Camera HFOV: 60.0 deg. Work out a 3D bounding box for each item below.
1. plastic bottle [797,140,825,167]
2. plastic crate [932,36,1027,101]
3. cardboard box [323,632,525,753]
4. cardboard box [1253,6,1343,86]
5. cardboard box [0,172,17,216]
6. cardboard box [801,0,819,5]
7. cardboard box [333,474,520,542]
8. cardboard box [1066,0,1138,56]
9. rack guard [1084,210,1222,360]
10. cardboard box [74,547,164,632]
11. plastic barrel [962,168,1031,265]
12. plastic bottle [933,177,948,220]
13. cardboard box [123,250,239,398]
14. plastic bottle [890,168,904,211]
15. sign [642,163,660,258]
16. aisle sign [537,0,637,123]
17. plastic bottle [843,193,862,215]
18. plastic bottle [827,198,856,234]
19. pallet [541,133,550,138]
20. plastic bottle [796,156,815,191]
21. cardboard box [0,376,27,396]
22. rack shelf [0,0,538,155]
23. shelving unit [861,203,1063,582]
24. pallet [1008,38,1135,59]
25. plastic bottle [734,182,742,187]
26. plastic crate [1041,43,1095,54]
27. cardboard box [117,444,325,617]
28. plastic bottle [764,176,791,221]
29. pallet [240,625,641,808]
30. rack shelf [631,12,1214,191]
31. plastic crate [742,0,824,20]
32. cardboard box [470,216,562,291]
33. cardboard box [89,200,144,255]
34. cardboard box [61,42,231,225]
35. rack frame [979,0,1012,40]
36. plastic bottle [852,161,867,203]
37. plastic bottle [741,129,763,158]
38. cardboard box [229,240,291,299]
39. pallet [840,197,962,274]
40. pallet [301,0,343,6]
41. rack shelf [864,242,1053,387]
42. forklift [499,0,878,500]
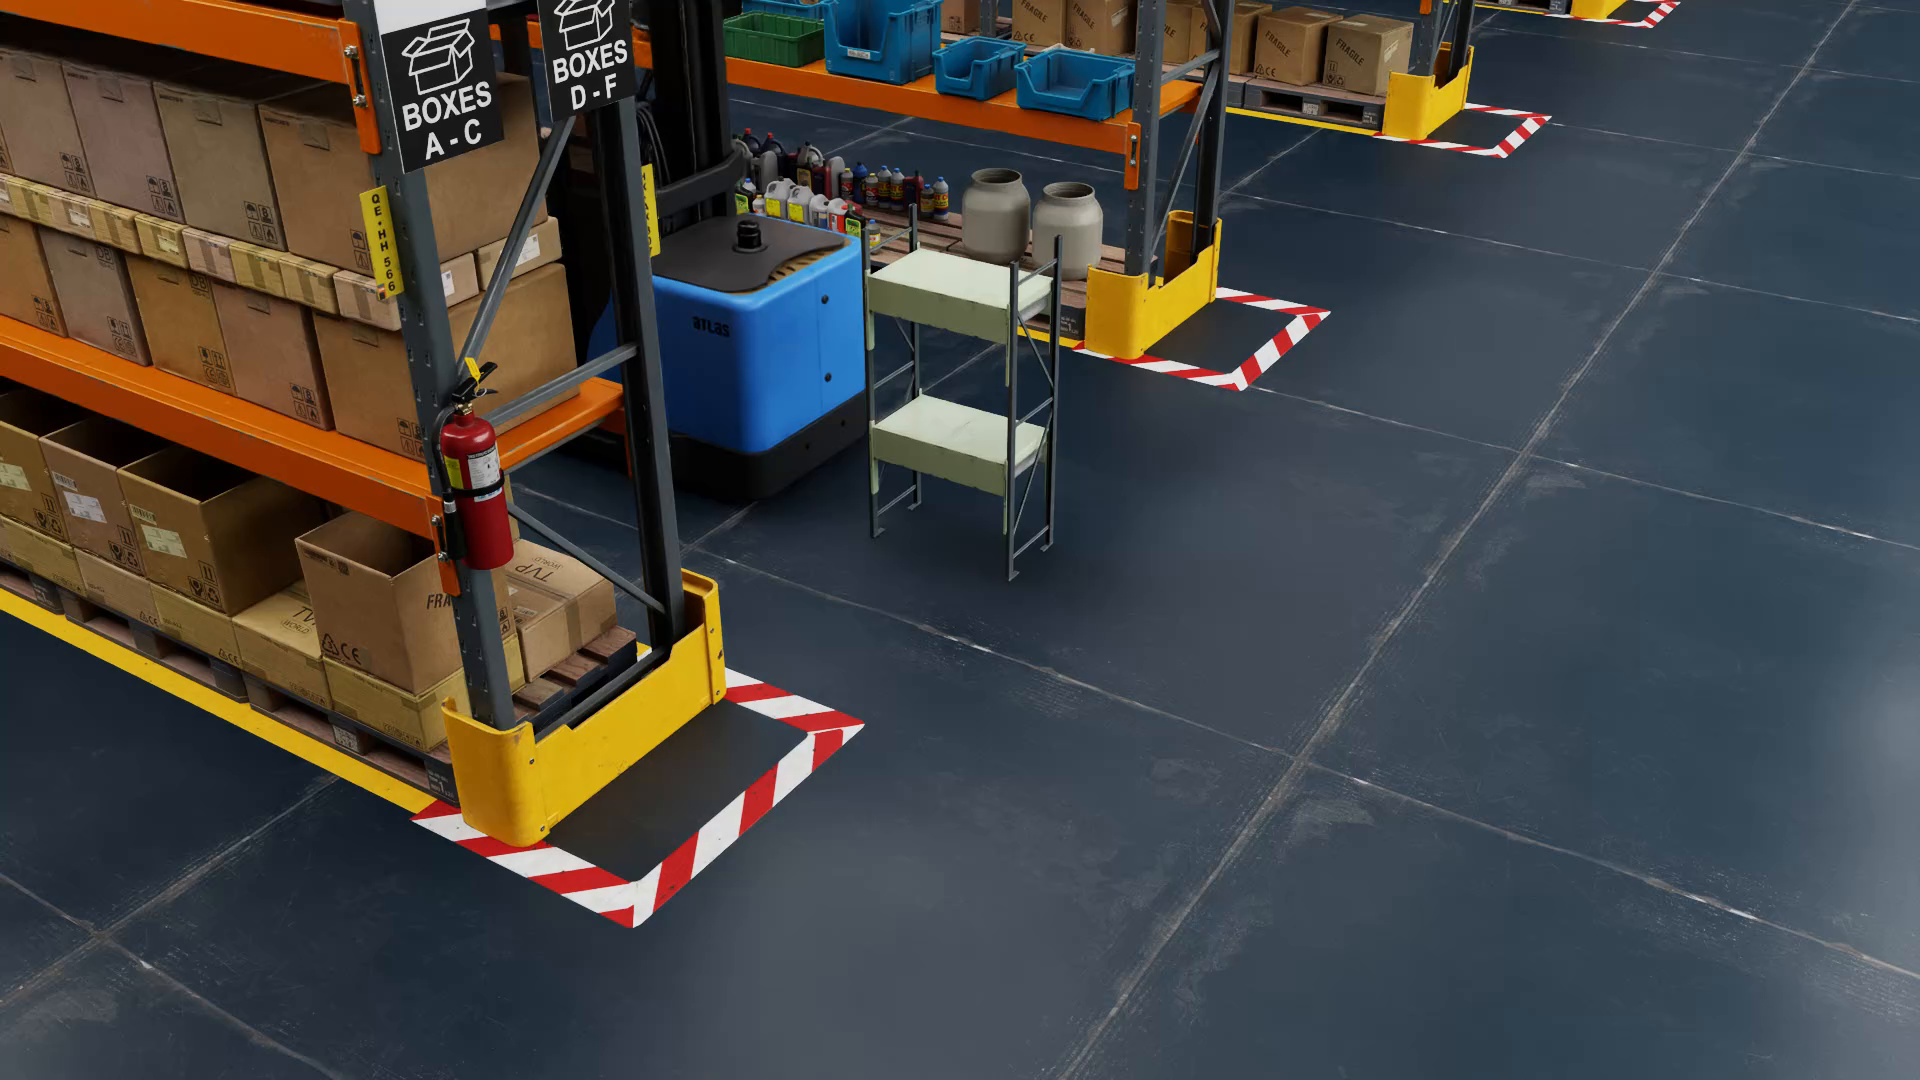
[{"bbox_3d":[-1.009,-2.539,11.318,0.185,0.351,0.144,17,34,27],"label":"plastic bottle"},{"bbox_3d":[0.114,-2.728,9.596,0.408,0.251,0.499,18,35,27],"label":"plastic crate"},{"bbox_3d":[-2.004,0.493,6.241,0.500,0.250,0.500,18,35,27],"label":"cardboard box"},{"bbox_3d":[2.833,-4.145,13.942,0.500,0.500,0.500,-25,38,-36],"label":"cardboard box"},{"bbox_3d":[-3.562,-1.393,6.418,0.250,0.149,0.380,16,34,26],"label":"cardboard box"},{"bbox_3d":[-1.360,-5.513,16.268,0.500,0.500,0.700,21,36,31],"label":"cardboard box"},{"bbox_3d":[-2.153,-0.185,6.659,0.500,0.500,0.500,18,35,27],"label":"cardboard box"},{"bbox_3d":[1.296,-4.622,14.759,0.500,0.500,0.500,-23,37,-33],"label":"cardboard box"},{"bbox_3d":[1.155,-1.530,9.876,0.348,0.500,1.175,18,35,27],"label":"rack guard"},{"bbox_3d":[-3.281,0.096,6.921,0.500,0.250,0.500,18,35,27],"label":"cardboard box"},{"bbox_3d":[0.222,-1.994,10.243,0.421,0.512,0.421,0,30,0],"label":"plastic barrel"},{"bbox_3d":[-0.126,-2.239,10.883,0.097,0.271,0.097,0,30,0],"label":"plastic bottle"},{"bbox_3d":[-2.646,-0.944,6.292,0.500,0.500,0.700,18,35,28],"label":"cardboard box"},{"bbox_3d":[-0.416,-2.331,11.040,0.097,0.271,0.097,0,30,0],"label":"plastic bottle"},{"bbox_3d":[-1.092,-1.139,5.789,0.005,0.325,0.100,18,35,27],"label":"sign"},{"bbox_3d":[-1.174,-1.732,5.162,0.004,0.787,0.394,18,35,27],"label":"aisle sign"},{"bbox_3d":[-0.687,-2.056,10.556,0.133,0.283,0.061,18,35,27],"label":"plastic bottle"},{"bbox_3d":[-0.743,-2.007,10.479,0.135,0.276,0.152,18,35,28],"label":"plastic bottle"},{"bbox_3d":[-2.830,-2.670,12.117,1.213,0.211,1.003,18,35,27],"label":"pallet"},{"bbox_3d":[-1.042,-2.459,11.248,0.133,0.283,0.061,18,35,27],"label":"plastic bottle"},{"bbox_3d":[-4.126,-0.497,7.192,0.500,0.500,0.500,18,35,27],"label":"cardboard box"},{"bbox_3d":[-3.086,-2.017,5.967,4.000,0.370,1.077,18,35,27],"label":"rack shelf"},{"bbox_3d":[0.006,-0.646,7.369,0.755,1.500,0.431,18,35,27],"label":"shelving unit"},{"bbox_3d":[1.077,-4.425,15.126,1.213,0.211,1.003,18,35,27],"label":"pallet"},{"bbox_3d":[-1.521,-2.283,10.878,0.185,0.351,0.144,16,34,25],"label":"plastic bottle"},{"bbox_3d":[0.657,-2.872,9.958,0.250,0.136,0.298,18,35,27],"label":"plastic crate"},{"bbox_3d":[-2.860,-0.092,6.499,0.500,0.500,0.500,18,35,27],"label":"cardboard box"},{"bbox_3d":[-1.161,-2.169,10.683,0.185,0.351,0.144,17,34,27],"label":"plastic bottle"},{"bbox_3d":[-2.062,0.521,6.647,1.213,0.211,1.003,18,35,27],"label":"pallet"},{"bbox_3d":[-0.450,-2.834,10.345,4.000,0.370,1.077,18,35,27],"label":"rack shelf"},{"bbox_3d":[-1.062,-3.436,10.810,0.616,0.251,0.499,18,35,27],"label":"plastic crate"},{"bbox_3d":[-1.610,-1.016,5.773,0.250,0.149,0.380,17,34,27],"label":"cardboard box"},{"bbox_3d":[-2.915,-1.187,6.064,0.250,0.149,0.380,19,35,29],"label":"cardboard box"},{"bbox_3d":[-2.702,-1.518,5.988,0.500,0.500,0.700,18,35,28],"label":"cardboard box"},{"bbox_3d":[0.489,-5.795,14.706,0.127,3.000,1.000,18,35,27],"label":"rack frame"},{"bbox_3d":[-0.673,-2.412,11.179,0.097,0.271,0.097,0,30,0],"label":"plastic bottle"},{"bbox_3d":[-1.445,-2.677,11.554,0.185,0.351,0.144,17,34,26],"label":"plastic bottle"},{"bbox_3d":[-2.256,-0.978,5.707,0.250,0.149,0.380,17,34,27],"label":"cardboard box"},{"bbox_3d":[-0.560,-1.952,10.887,1.213,0.211,1.003,18,35,27],"label":"pallet"},{"bbox_3d":[-1.977,-1.954,5.233,1.213,0.211,1.003,18,35,27],"label":"pallet"},{"bbox_3d":[0.006,-0.983,7.172,0.720,0.370,0.431,18,35,27],"label":"rack shelf"},{"bbox_3d":[-1.950,-2.008,8.283,3.031,2.935,1.130,18,35,27],"label":"forklift"}]
